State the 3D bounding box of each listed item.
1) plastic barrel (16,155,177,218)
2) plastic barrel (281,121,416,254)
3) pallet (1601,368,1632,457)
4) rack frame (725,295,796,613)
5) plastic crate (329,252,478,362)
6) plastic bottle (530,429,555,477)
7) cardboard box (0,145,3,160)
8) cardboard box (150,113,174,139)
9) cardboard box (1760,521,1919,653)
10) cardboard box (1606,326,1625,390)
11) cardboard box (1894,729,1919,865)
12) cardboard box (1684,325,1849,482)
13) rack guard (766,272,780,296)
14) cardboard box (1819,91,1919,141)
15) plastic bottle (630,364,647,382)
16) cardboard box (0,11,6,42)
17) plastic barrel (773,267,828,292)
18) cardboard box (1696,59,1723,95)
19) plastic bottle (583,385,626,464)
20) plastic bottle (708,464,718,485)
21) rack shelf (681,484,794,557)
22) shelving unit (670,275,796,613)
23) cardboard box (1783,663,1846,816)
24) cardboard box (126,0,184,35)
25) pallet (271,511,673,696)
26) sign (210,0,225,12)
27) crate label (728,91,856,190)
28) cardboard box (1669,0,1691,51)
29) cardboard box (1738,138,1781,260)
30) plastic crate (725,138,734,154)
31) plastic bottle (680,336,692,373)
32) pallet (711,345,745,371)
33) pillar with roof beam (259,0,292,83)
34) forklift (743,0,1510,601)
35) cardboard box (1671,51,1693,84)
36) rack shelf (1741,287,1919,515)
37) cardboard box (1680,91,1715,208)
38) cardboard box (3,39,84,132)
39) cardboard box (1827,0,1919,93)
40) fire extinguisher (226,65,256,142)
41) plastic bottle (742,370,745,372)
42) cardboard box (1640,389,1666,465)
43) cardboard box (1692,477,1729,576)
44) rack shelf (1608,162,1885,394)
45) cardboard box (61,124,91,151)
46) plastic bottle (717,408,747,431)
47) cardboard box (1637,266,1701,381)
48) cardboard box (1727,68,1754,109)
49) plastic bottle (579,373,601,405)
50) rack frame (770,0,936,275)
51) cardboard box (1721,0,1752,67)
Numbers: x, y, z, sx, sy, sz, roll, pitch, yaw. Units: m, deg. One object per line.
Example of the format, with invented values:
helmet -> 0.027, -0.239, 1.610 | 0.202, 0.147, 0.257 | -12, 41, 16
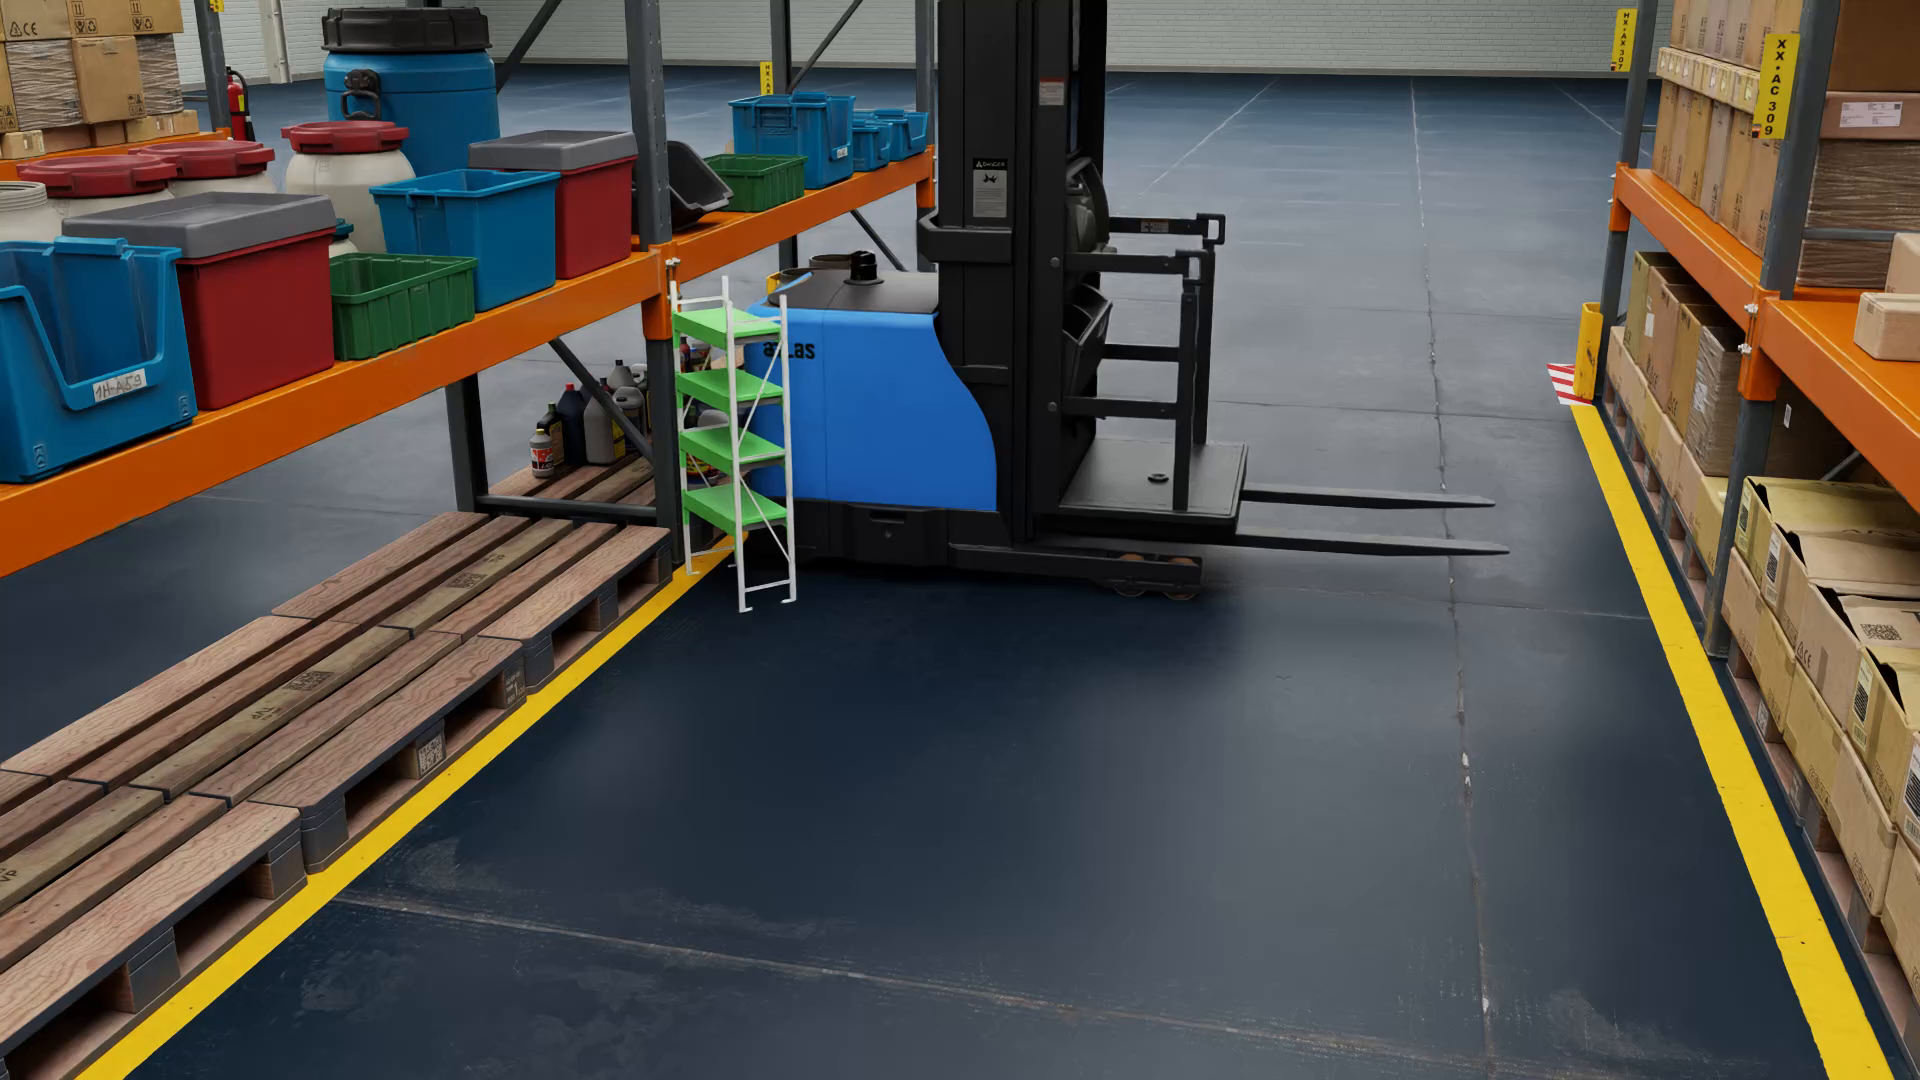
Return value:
plastic barrel -> -2.361, -0.782, 4.627 | 0.433, 0.535, 0.433 | 0, 19, 0
plastic barrel -> -2.076, -1.148, 5.697 | 0.433, 0.535, 0.433 | 0, 19, 0
pallet -> 4.003, -0.665, 8.808 | 1.003, 0.211, 1.213 | 5, 19, 13
rack frame -> -0.743, -0.313, 6.246 | 0.240, 1.200, 0.015 | -12, 22, -31
plastic crate -> -1.782, -0.698, 4.917 | 0.450, 0.188, 0.662 | 5, 19, 13
plastic bottle -> -1.844, -0.388, 7.333 | 0.097, 0.201, 0.097 | 0, 19, 0
cardboard box -> -5.718, -2.235, 9.480 | 0.380, 0.149, 0.250 | 5, 19, 13
cardboard box -> -5.387, -2.708, 10.864 | 0.380, 0.149, 0.250 | 5, 19, 13
cardboard box -> 2.702, 0.130, 4.904 | 0.500, 0.311, 0.500 | 4, 19, 13
cardboard box -> 3.803, -0.975, 9.004 | 0.500, 0.250, 0.500 | 5, 19, 13
cardboard box -> 2.331, 0.612, 3.492 | 0.500, 0.311, 0.500 | 5, 19, 13
cardboard box -> 3.207, -0.545, 6.585 | 0.500, 0.500, 0.500 | 5, 19, 13
rack guard -> -0.626, -1.409, 10.541 | 1.175, 0.500, 0.348 | 5, 19, 13
cardboard box -> 3.031, -1.430, 5.576 | 0.380, 0.149, 0.250 | 5, 19, 13
plastic bottle -> -1.583, -0.722, 8.194 | 0.152, 0.276, 0.135 | 5, 19, 14
cardboard box -> -5.722, -3.011, 9.199 | 0.500, 0.500, 0.500 | 5, 19, 13
plastic barrel -> -0.862, -1.272, 9.470 | 0.421, 0.512, 0.421 | 0, 19, 0
cardboard box -> 3.532, -2.072, 7.455 | 0.380, 0.149, 0.250 | 4, 19, 13
plastic bottle -> -1.612, -0.534, 7.528 | 0.144, 0.351, 0.185 | 5, 19, 13
plastic bottle -> -1.102, -0.347, 7.212 | 0.097, 0.201, 0.097 | 0, 19, 0
rack shelf -> -0.878, -0.091, 6.537 | 0.258, 0.148, 0.480 | -12, 22, -31
shelving unit -> -0.877, -0.378, 6.439 | 0.258, 1.200, 0.503 | -12, 22, -31
cardboard box -> 2.583, 0.558, 4.517 | 0.500, 0.250, 0.500 | 4, 19, 12
cardboard box -> -5.350, -3.480, 10.575 | 0.500, 0.500, 0.500 | 5, 19, 13
pallet -> -1.784, 0.203, 6.268 | 1.003, 0.211, 1.213 | 5, 19, 13
sign -> -4.922, -3.658, 10.977 | 0.100, 0.325, 0.005 | 5, 19, 13
crate label -> -0.840, -2.038, 8.460 | 0.502, 0.435, 0.616 | 5, 19, 13
cardboard box -> 4.010, -2.727, 8.369 | 0.700, 0.500, 0.500 | 5, 19, 14
cardboard box -> 3.397, -1.326, 6.276 | 0.700, 0.500, 0.500 | 4, 19, 13
plastic crate -> -1.183, -2.240, 9.513 | 0.298, 0.136, 0.250 | 5, 19, 13
plastic bottle -> -1.471, -0.929, 8.790 | 0.061, 0.283, 0.133 | 5, 19, 14
pallet -> -0.829, -1.019, 9.843 | 1.003, 0.211, 1.213 | 5, 19, 13
pillar with roof beam -> -10.885, -14.059, 34.426 | 9.100, 9.000, 0.400 | 5, 19, 13
forklift -> 0.693, -1.337, 6.567 | 3.031, 2.935, 1.130 | 4, 19, 11
cardboard box -> 3.721, -2.315, 8.166 | 0.380, 0.149, 0.250 | 5, 19, 14
rack shelf -> 2.684, -0.006, 3.679 | 1.077, 0.370, 4.000 | 5, 19, 13
cardboard box -> 3.773, -1.809, 7.689 | 0.700, 0.500, 0.500 | 5, 19, 14
cardboard box -> -5.786, -2.709, 9.864 | 0.875, 0.500, 0.500 | 5, 19, 13
cardboard box -> 3.275, -1.775, 5.581 | 0.700, 0.500, 0.500 | 5, 19, 14
fire extinguisher -> -4.981, -2.974, 11.373 | 0.296, 0.674, 0.183 | 5, 19, 13
plastic bottle -> -1.030, -0.702, 8.135 | 0.152, 0.276, 0.135 | 5, 19, 13
cardboard box -> 3.435, -0.504, 7.628 | 0.500, 0.250, 0.500 | 5, 19, 13
cardboard box -> 3.074, -0.034, 6.250 | 0.500, 0.250, 0.500 | 5, 19, 13
rack shelf -> 3.661, -1.260, 7.349 | 1.077, 0.370, 4.000 | 5, 19, 13
cardboard box -> -5.575, -2.474, 10.177 | 0.380, 0.149, 0.250 | 5, 19, 13
plastic bottle -> -1.030, -0.541, 7.548 | 0.144, 0.351, 0.185 | 5, 20, 15
cardboard box -> 3.573, -1.015, 7.962 | 0.500, 0.500, 0.500 | 5, 19, 13
cardboard box -> 3.343, -1.828, 6.741 | 0.380, 0.149, 0.250 | 5, 20, 15
plastic bottle -> -1.705, -0.606, 7.737 | 0.144, 0.351, 0.185 | 4, 19, 11
rack frame -> -0.653, -2.620, 10.217 | 1.000, 3.000, 0.127 | 5, 19, 13
cardboard box -> 3.642, -2.247, 6.962 | 0.700, 0.500, 0.500 | 5, 19, 13
